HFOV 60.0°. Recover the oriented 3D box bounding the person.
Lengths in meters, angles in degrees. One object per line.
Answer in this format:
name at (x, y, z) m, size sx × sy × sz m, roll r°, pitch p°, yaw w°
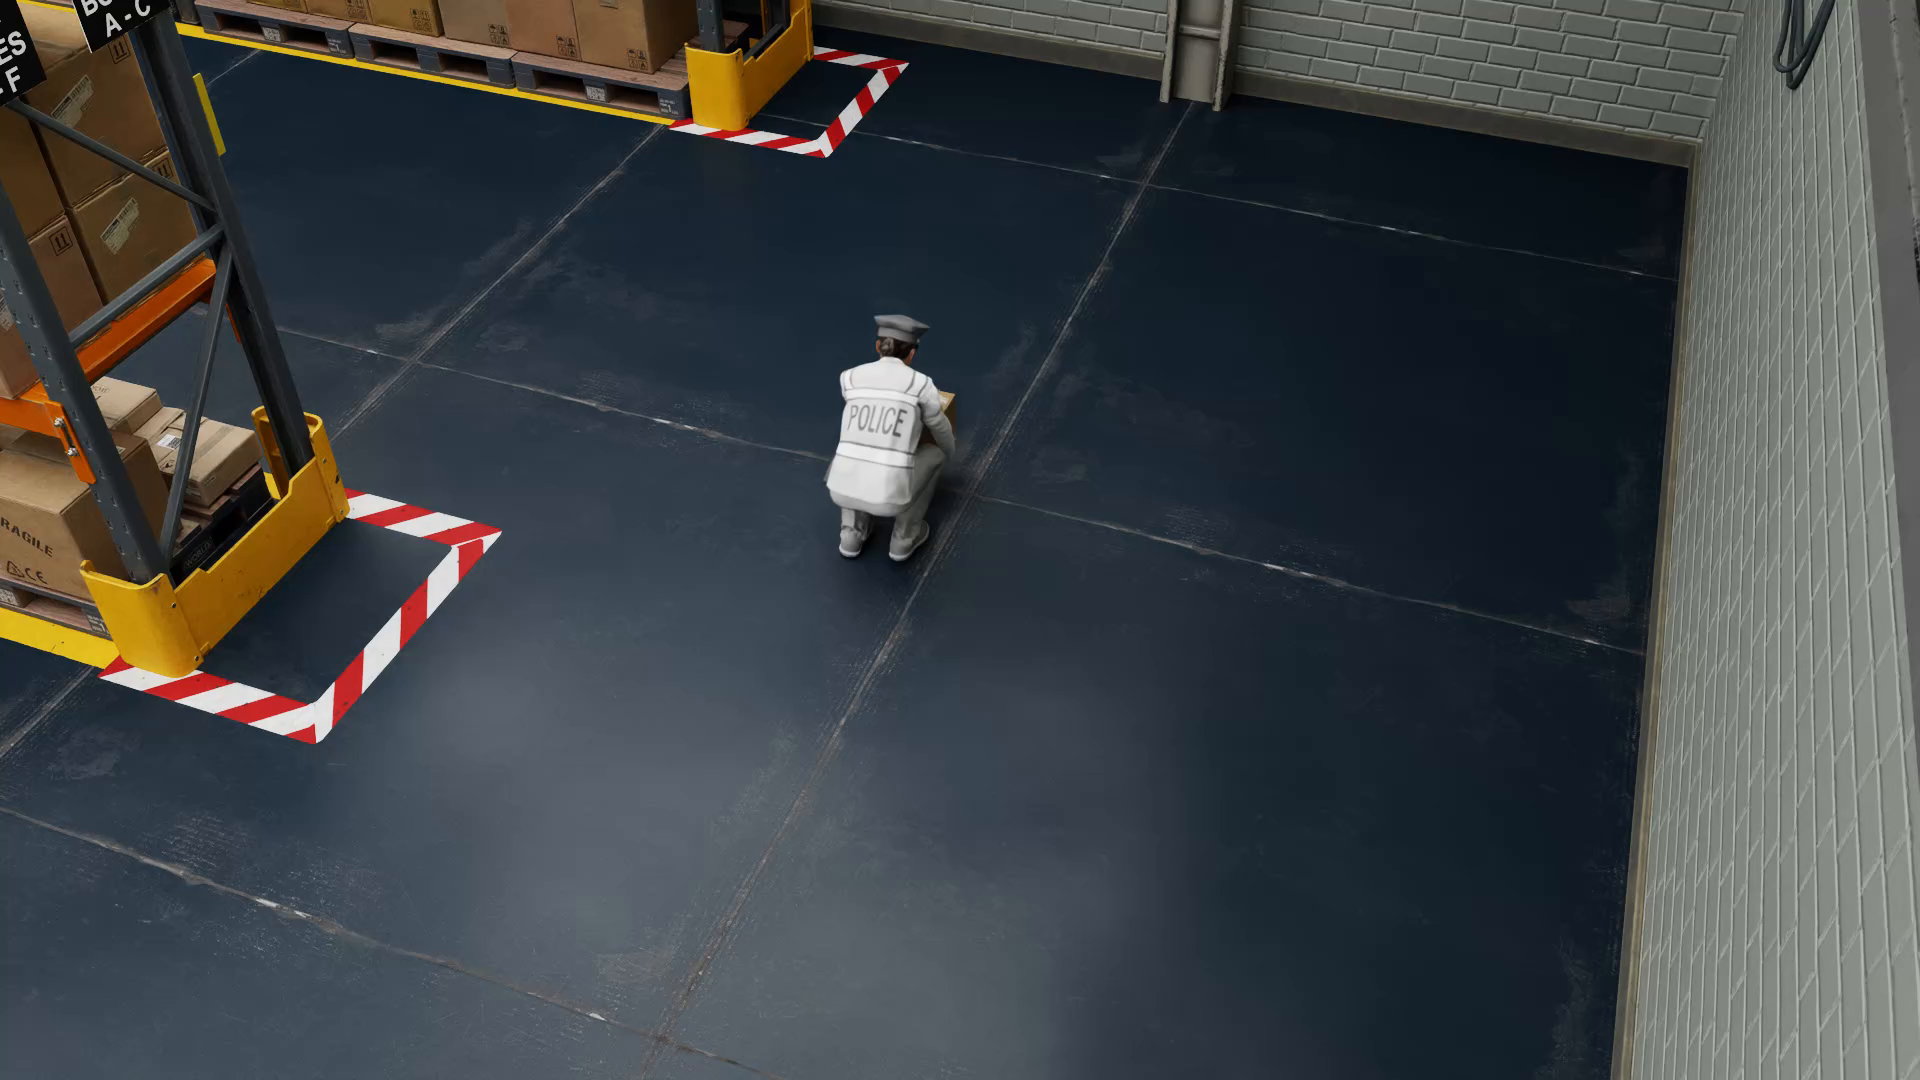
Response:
person at (-0.305, -0.425, 7.159) m, size 0.450 × 0.981 × 0.844 m, roll 13°, pitch 43°, yaw 14°
